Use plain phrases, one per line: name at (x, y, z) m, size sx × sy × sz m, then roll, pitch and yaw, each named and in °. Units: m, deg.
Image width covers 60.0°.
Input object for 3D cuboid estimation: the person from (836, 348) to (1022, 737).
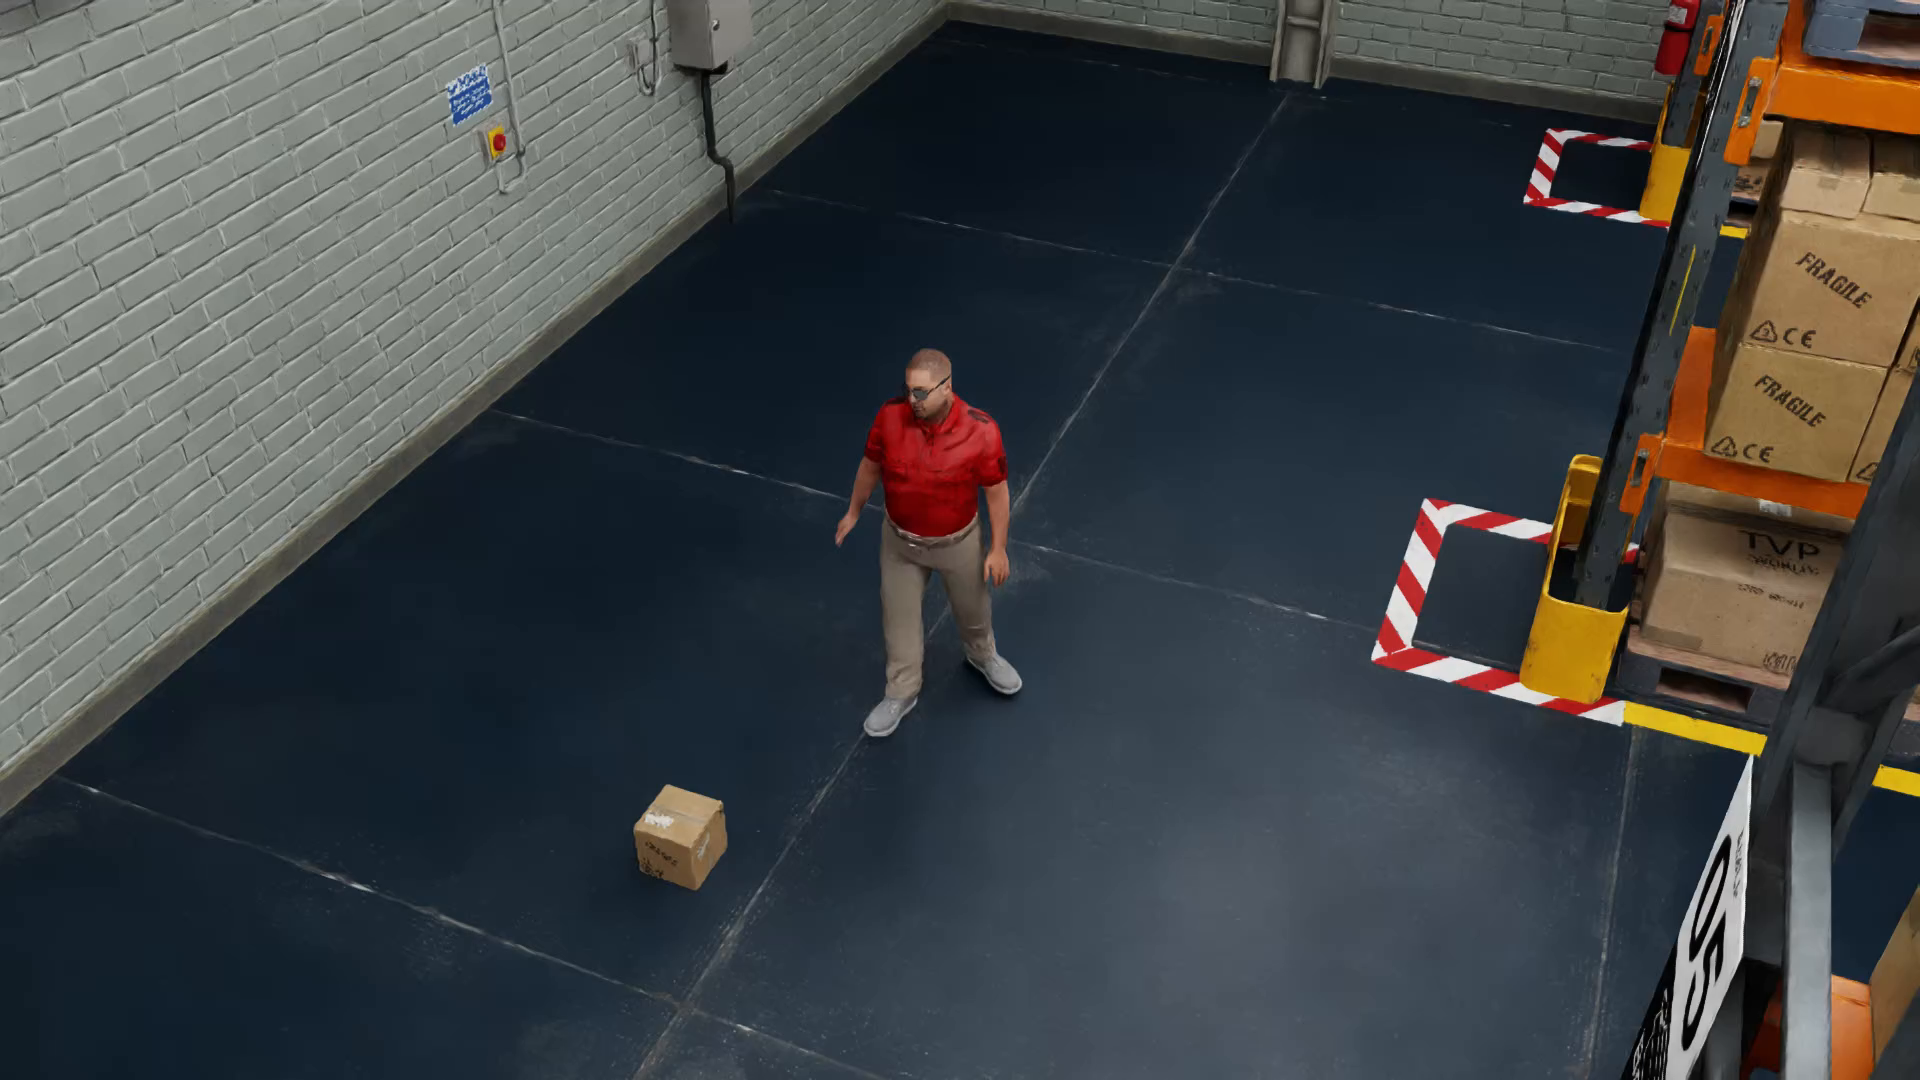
person at (-0.142, -0.003, 6.654) m, size 0.775 × 1.715 × 0.652 m, roll 9°, pitch 38°, yaw 11°
